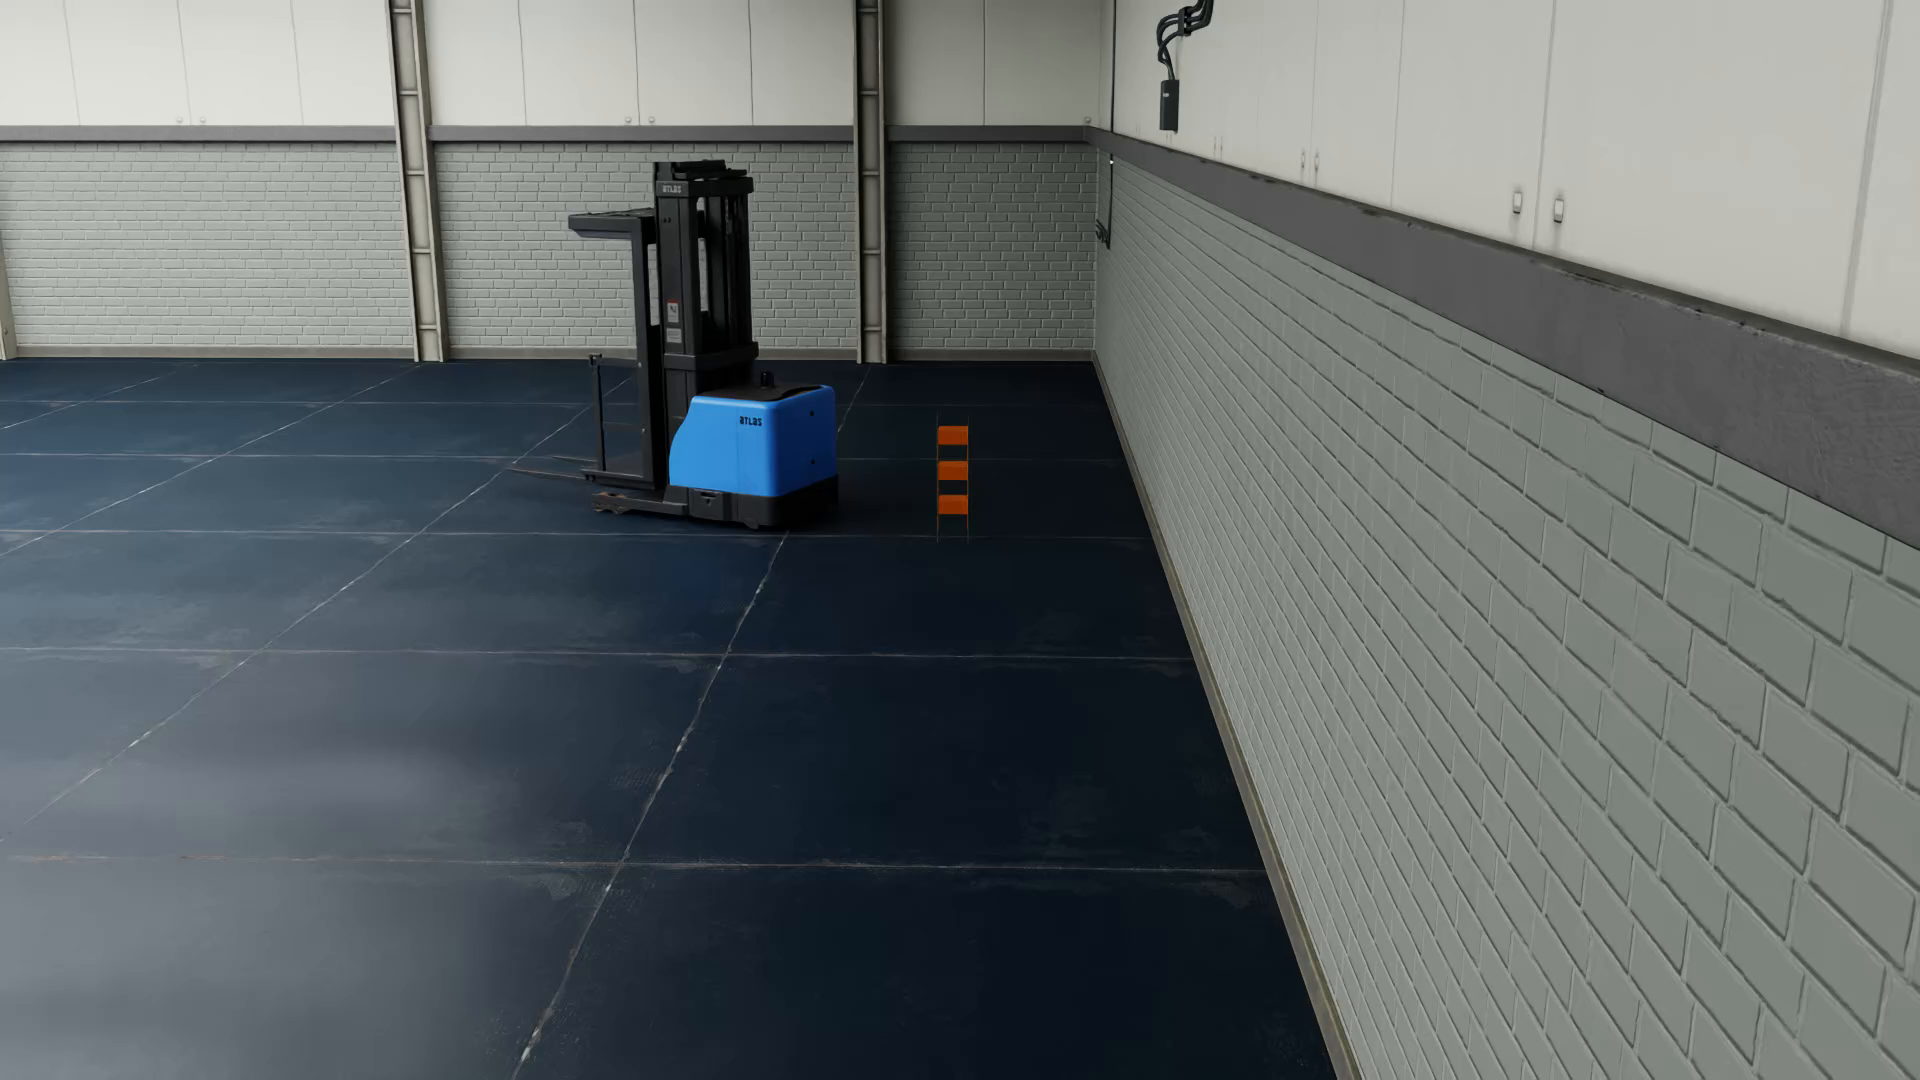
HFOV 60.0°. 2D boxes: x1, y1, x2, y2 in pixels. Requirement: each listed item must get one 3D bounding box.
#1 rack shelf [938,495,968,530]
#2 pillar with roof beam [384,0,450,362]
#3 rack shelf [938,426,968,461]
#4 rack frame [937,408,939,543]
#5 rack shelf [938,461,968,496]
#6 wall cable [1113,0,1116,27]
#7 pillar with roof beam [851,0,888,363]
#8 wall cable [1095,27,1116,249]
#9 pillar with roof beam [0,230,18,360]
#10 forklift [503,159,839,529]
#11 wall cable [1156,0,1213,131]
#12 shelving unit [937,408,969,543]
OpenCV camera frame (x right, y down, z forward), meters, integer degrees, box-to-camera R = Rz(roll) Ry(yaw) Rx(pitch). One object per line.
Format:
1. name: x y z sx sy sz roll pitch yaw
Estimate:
1. rack shelf: -0.053 -0.229 13.281 0.240 0.259 0.215 0 15 1
2. pillar with roof beam: -7.286 -5.705 17.323 0.400 9.000 9.100 0 15 1
3. rack shelf: -0.053 -0.772 13.138 0.240 0.259 0.215 0 15 1
4. rack frame: -0.175 -0.509 13.210 0.008 1.050 0.200 0 15 1
5. rack shelf: -0.053 -0.498 13.210 0.240 0.259 0.215 0 15 1
6. wall cable: 1.665 -6.658 17.122 0.112 2.526 3.097 0 15 1
7. pillar with roof beam: -1.287 -5.666 17.175 0.400 9.000 9.100 0 15 1
8. wall cable: 1.734 -4.906 20.381 0.112 2.526 3.097 0 15 1
9. pillar with roof beam: -13.284 -5.744 17.471 0.400 9.000 9.100 0 15 1
10. forklift: -2.595 -1.746 14.211 3.031 2.935 1.130 7 16 26
11. wall cable: 1.475 -5.631 10.376 0.169 6.003 2.305 0 15 1
12. shelving unit: -0.053 -0.508 13.207 0.252 1.050 0.215 0 15 1
